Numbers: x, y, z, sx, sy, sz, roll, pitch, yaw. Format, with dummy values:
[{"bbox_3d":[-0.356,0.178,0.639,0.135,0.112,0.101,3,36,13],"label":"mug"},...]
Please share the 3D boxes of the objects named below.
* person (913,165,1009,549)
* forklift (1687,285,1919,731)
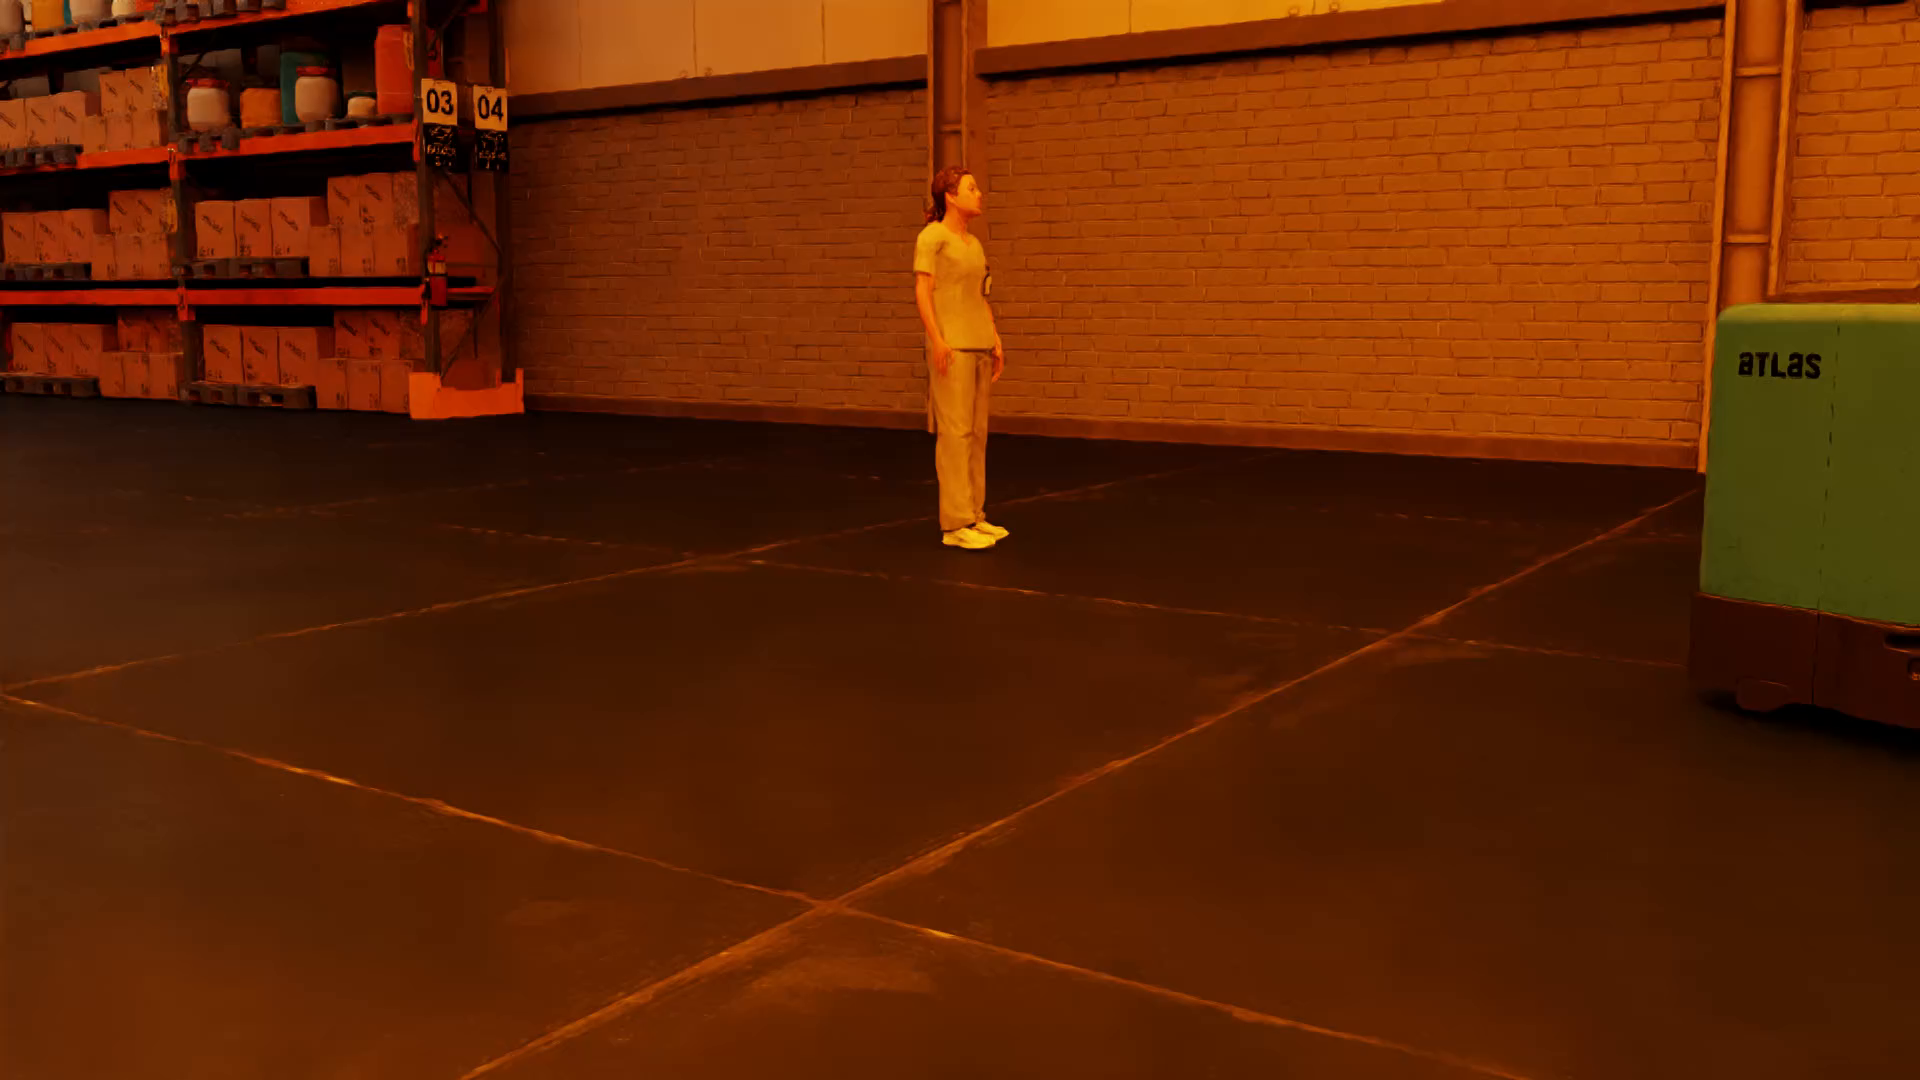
[{"bbox_3d":[0.054,-0.825,7.433,0.548,1.665,0.550,5,10,34],"label":"person"},{"bbox_3d":[3.227,-0.878,3.368,1.130,2.935,3.031,-6,10,-36],"label":"forklift"}]
